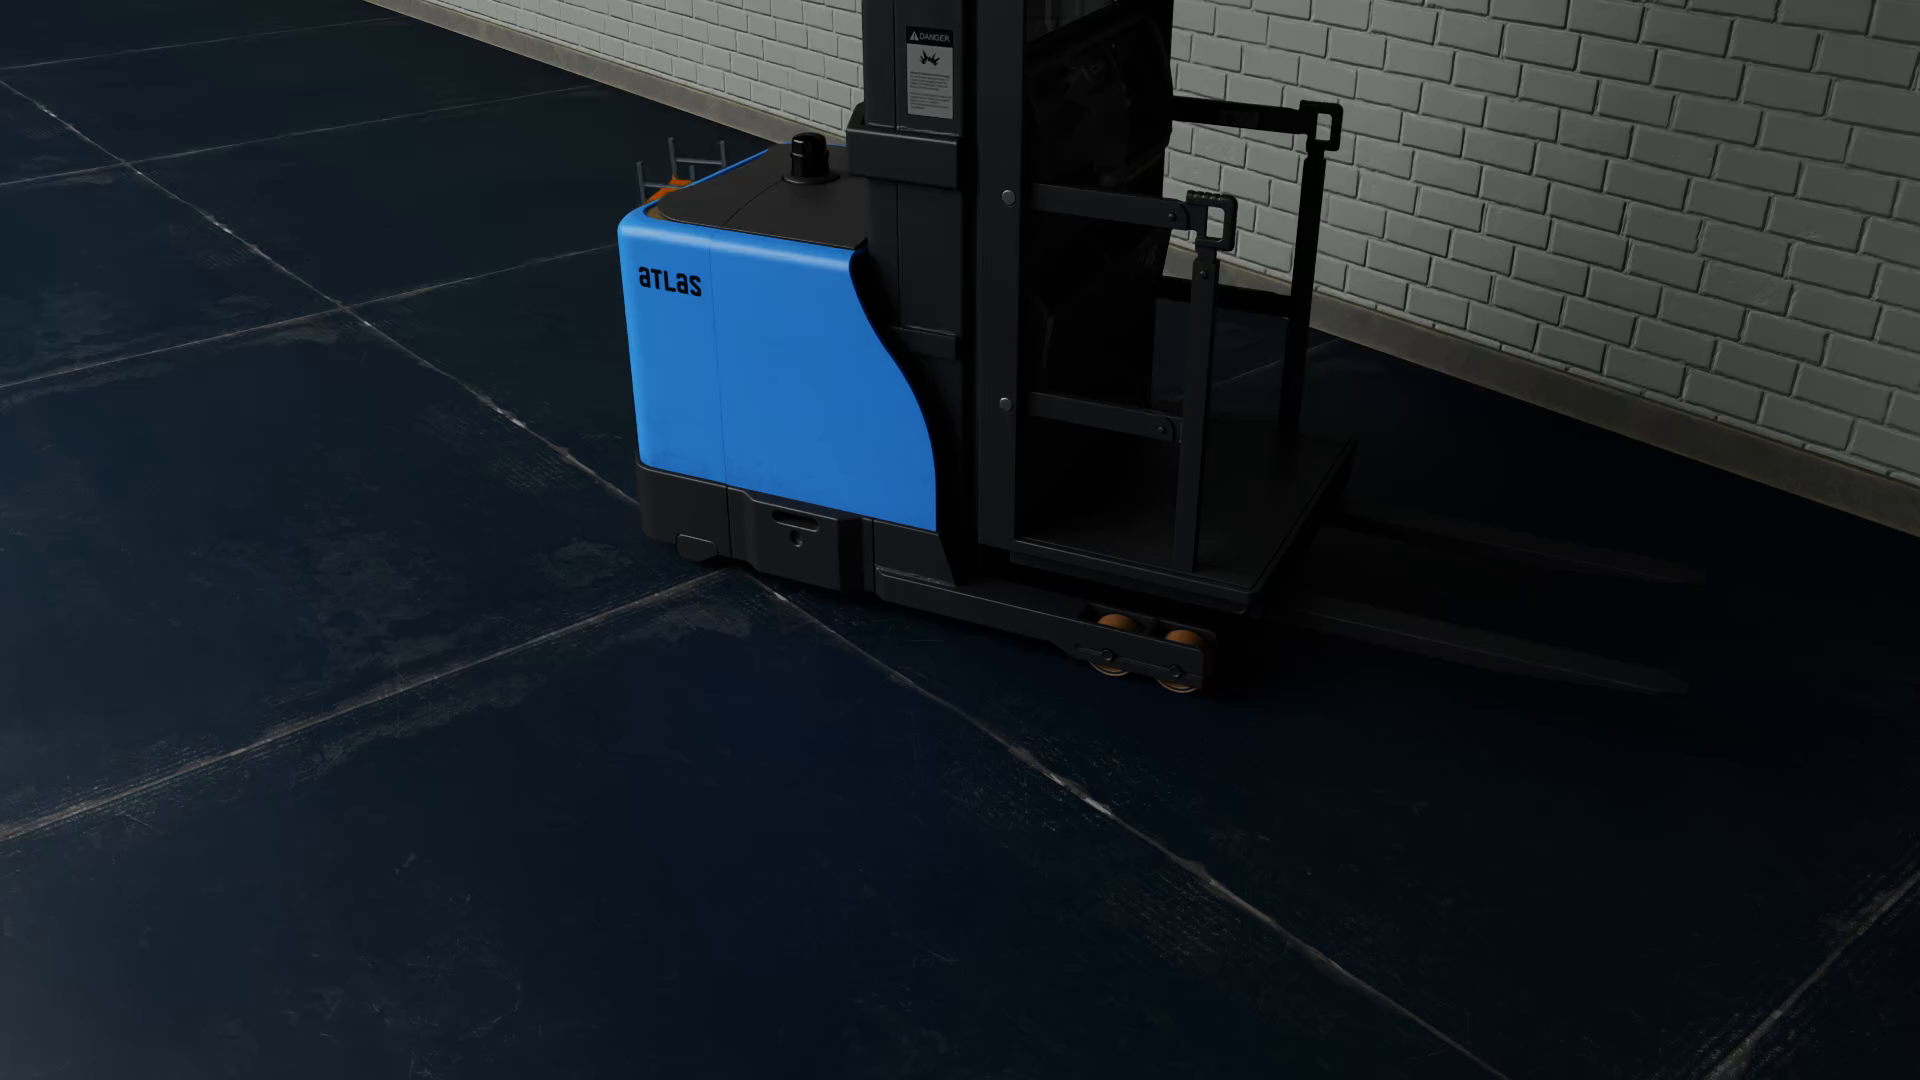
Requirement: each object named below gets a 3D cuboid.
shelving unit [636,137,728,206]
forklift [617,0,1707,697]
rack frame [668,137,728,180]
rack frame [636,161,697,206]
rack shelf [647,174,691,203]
[{"bbox_3d":[-0.886,-0.809,5.649,0.215,1.050,0.252,7,33,14],"label":"shelving unit"},{"bbox_3d":[0.563,-1.165,4.338,3.031,2.935,1.130,13,31,22],"label":"forklift"},{"bbox_3d":[-0.853,-0.871,5.748,0.200,1.050,0.008,7,33,14],"label":"rack frame"},{"bbox_3d":[-0.920,-0.746,5.549,0.200,1.050,0.008,7,33,14],"label":"rack frame"},{"bbox_3d":[-0.894,-1.041,5.505,0.215,0.259,0.240,7,33,14],"label":"rack shelf"}]
